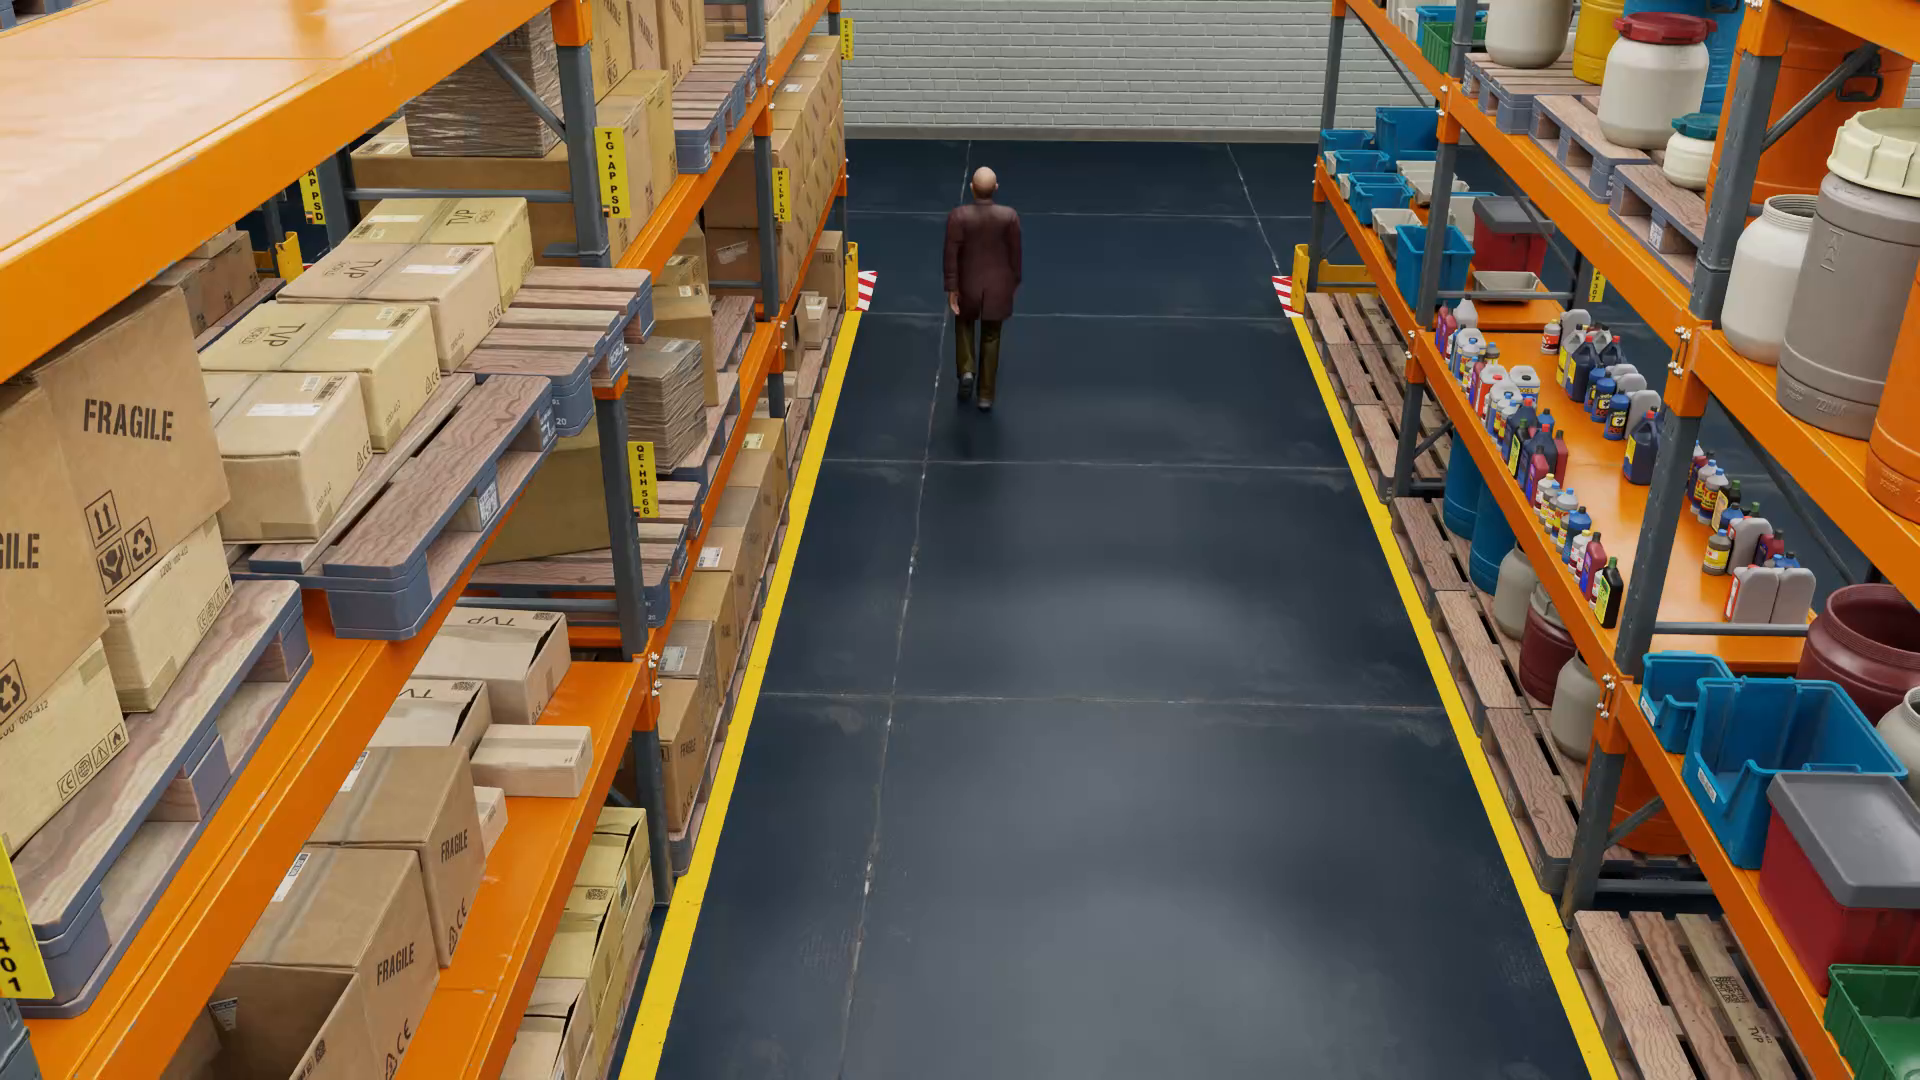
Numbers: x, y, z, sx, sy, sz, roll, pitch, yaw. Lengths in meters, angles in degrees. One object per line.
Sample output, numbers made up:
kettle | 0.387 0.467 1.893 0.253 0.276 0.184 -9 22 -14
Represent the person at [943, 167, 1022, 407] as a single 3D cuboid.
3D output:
person | 0.168 -1.850 12.163 0.564 1.807 0.504 2 28 3
